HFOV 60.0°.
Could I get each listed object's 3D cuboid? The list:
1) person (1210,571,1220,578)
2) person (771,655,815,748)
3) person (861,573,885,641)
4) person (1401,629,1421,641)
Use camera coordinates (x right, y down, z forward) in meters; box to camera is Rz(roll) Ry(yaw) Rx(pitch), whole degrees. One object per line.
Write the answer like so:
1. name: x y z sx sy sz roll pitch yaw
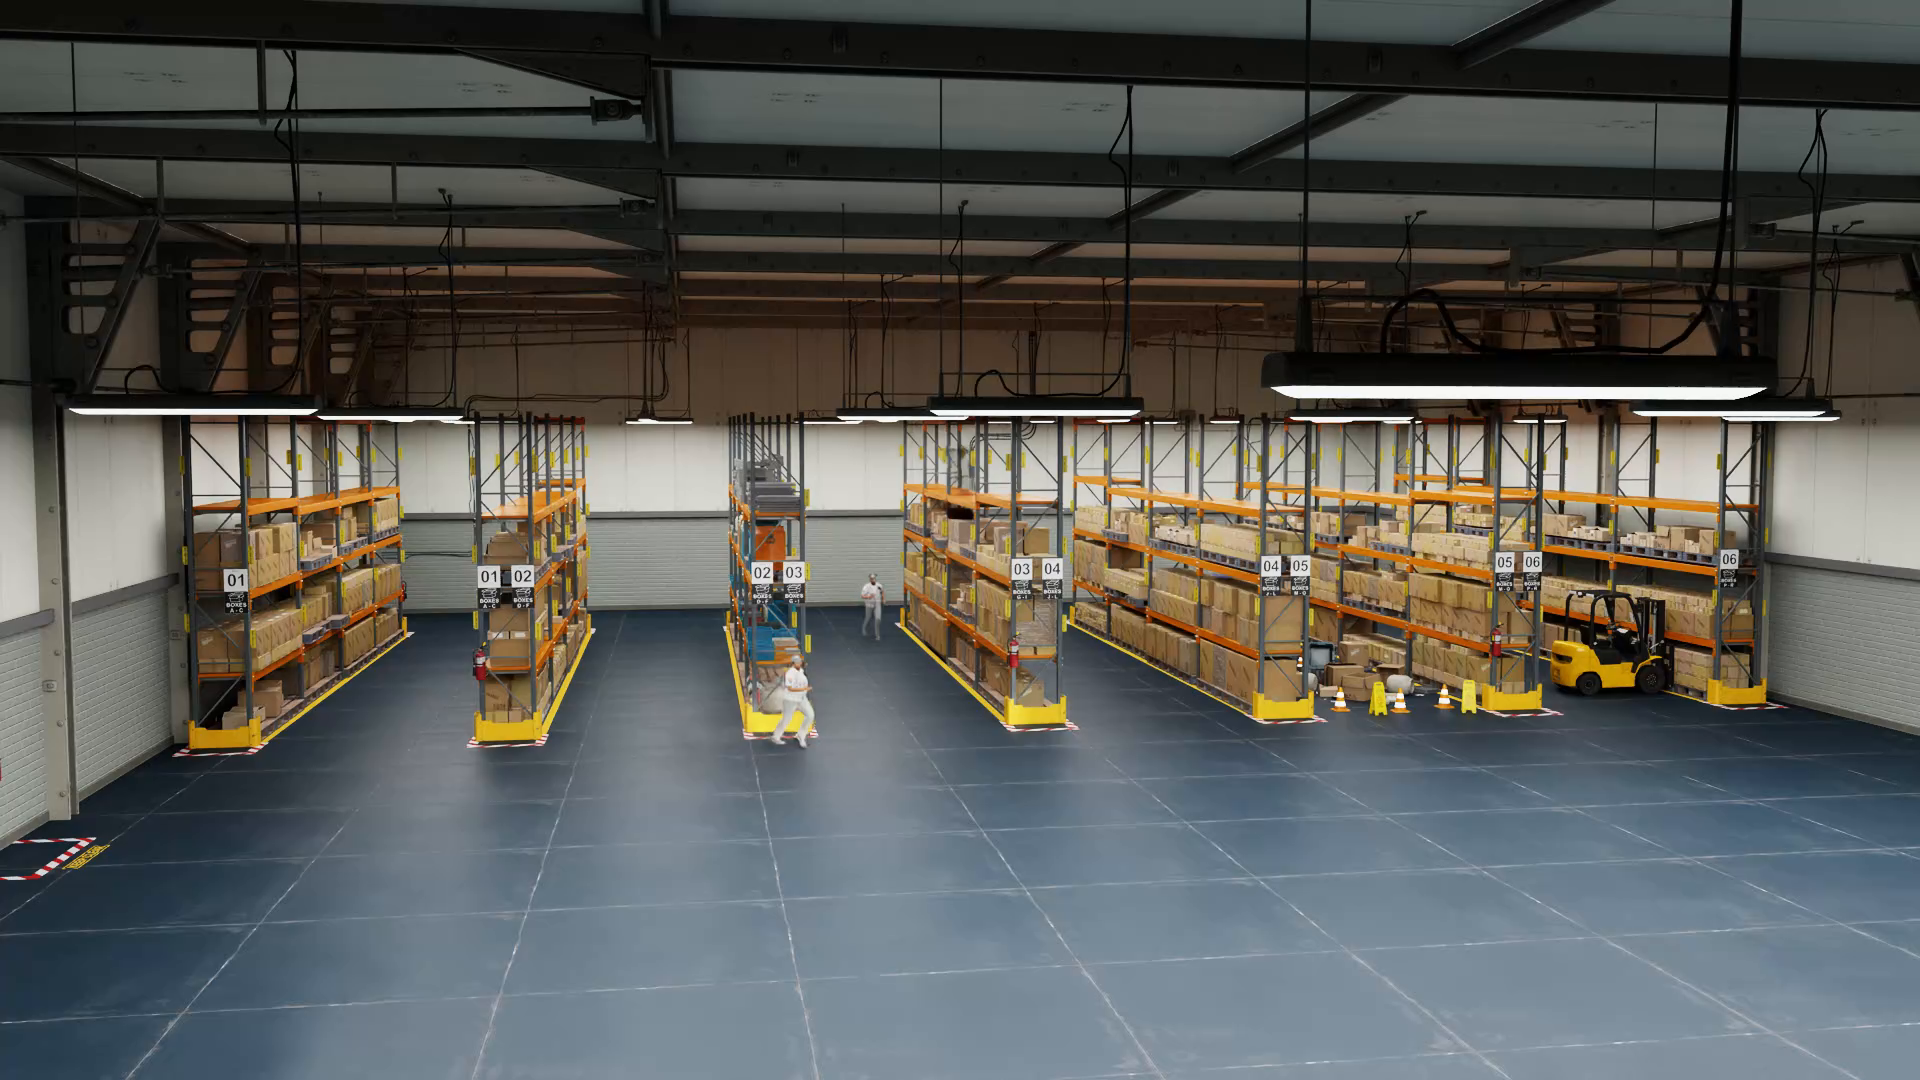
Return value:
1. person: 7.666 1.504 50.413 0.559 1.600 0.571 -1 4 -10
2. person: -2.946 2.880 29.686 0.853 1.682 0.614 2 5 33
3. person: -2.349 1.789 44.854 0.671 1.823 0.968 -1 4 -15
4. person: 11.399 1.966 41.952 0.646 1.840 0.886 -1 4 -11
